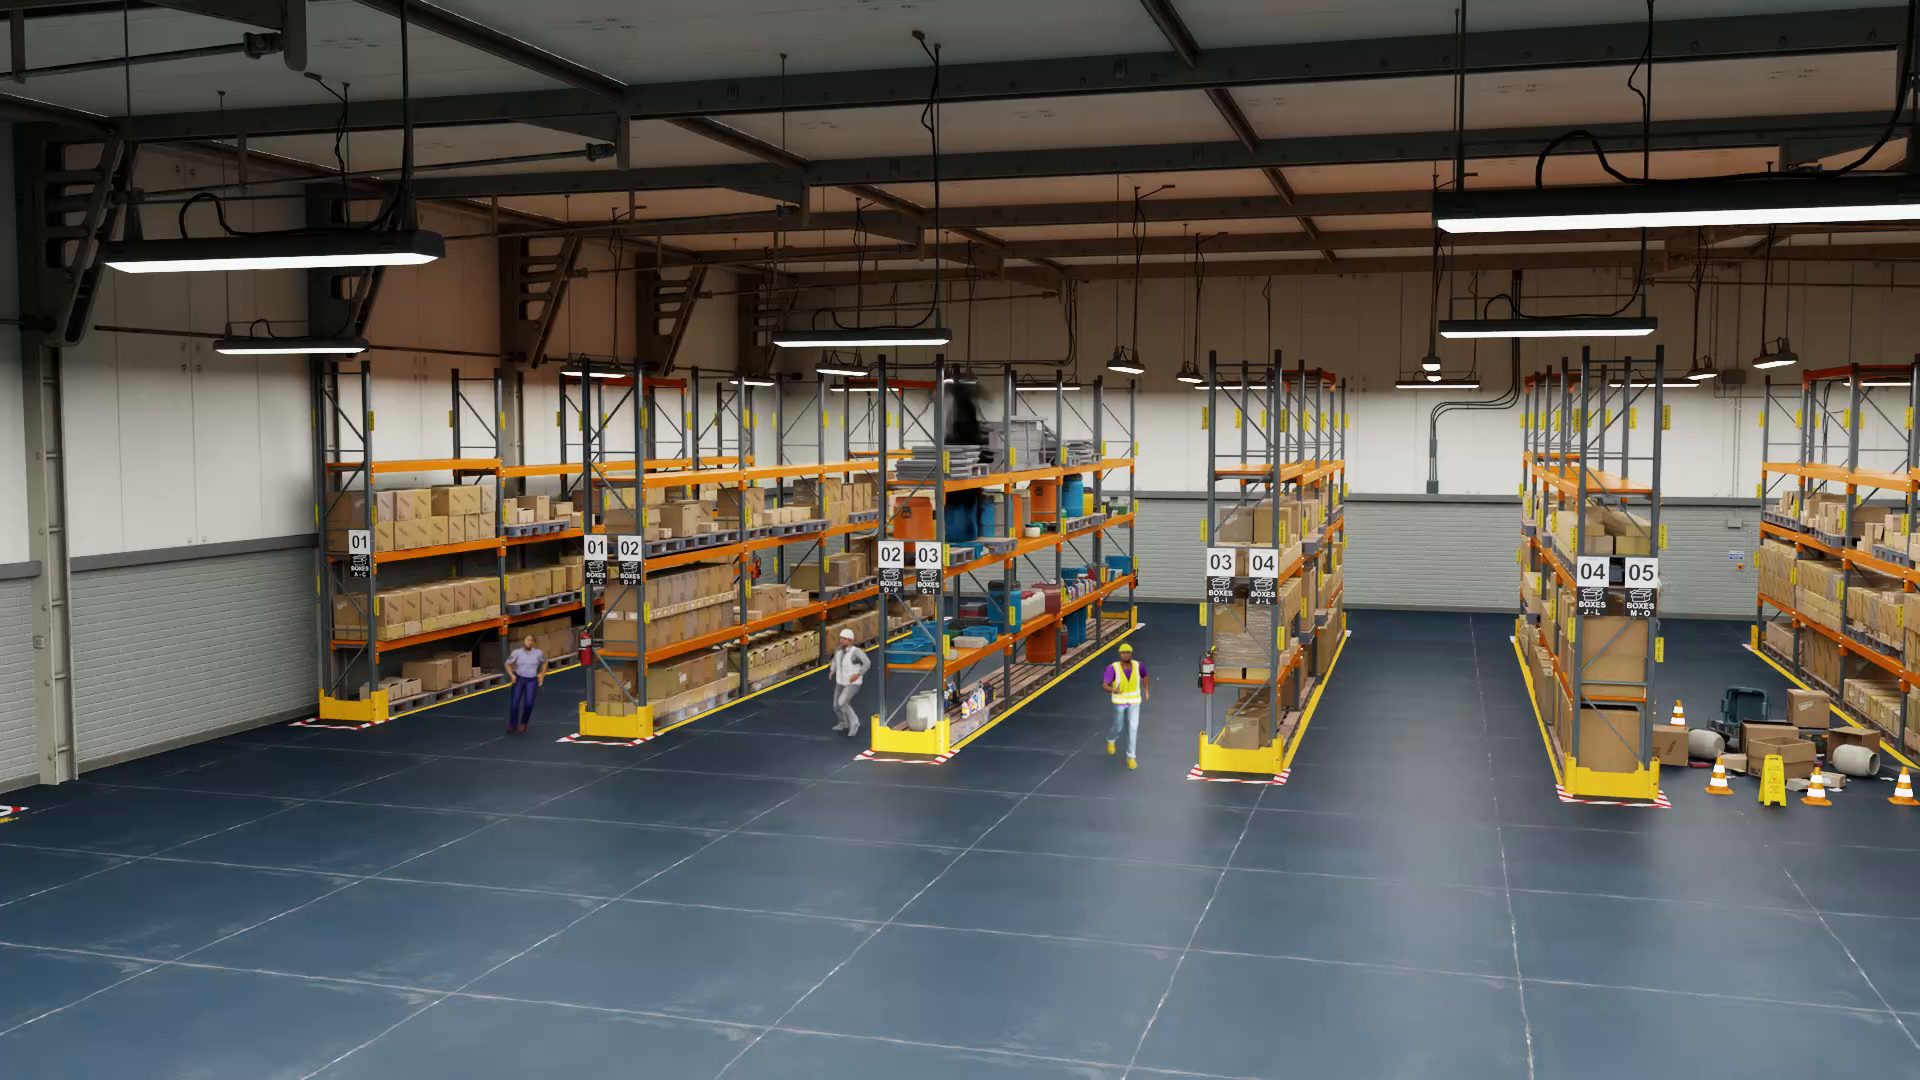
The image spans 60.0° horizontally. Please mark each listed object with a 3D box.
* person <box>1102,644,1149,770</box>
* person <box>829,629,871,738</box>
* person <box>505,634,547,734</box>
[{"bbox_3d":[2.418,2.385,24.286,0.711,1.772,0.977,0,4,-5],"label":"person"},{"bbox_3d":[-1.794,2.263,26.475,0.798,1.712,0.687,3,5,36],"label":"person"},{"bbox_3d":[-6.947,2.308,26.632,0.664,1.588,0.599,-1,4,-13],"label":"person"}]
